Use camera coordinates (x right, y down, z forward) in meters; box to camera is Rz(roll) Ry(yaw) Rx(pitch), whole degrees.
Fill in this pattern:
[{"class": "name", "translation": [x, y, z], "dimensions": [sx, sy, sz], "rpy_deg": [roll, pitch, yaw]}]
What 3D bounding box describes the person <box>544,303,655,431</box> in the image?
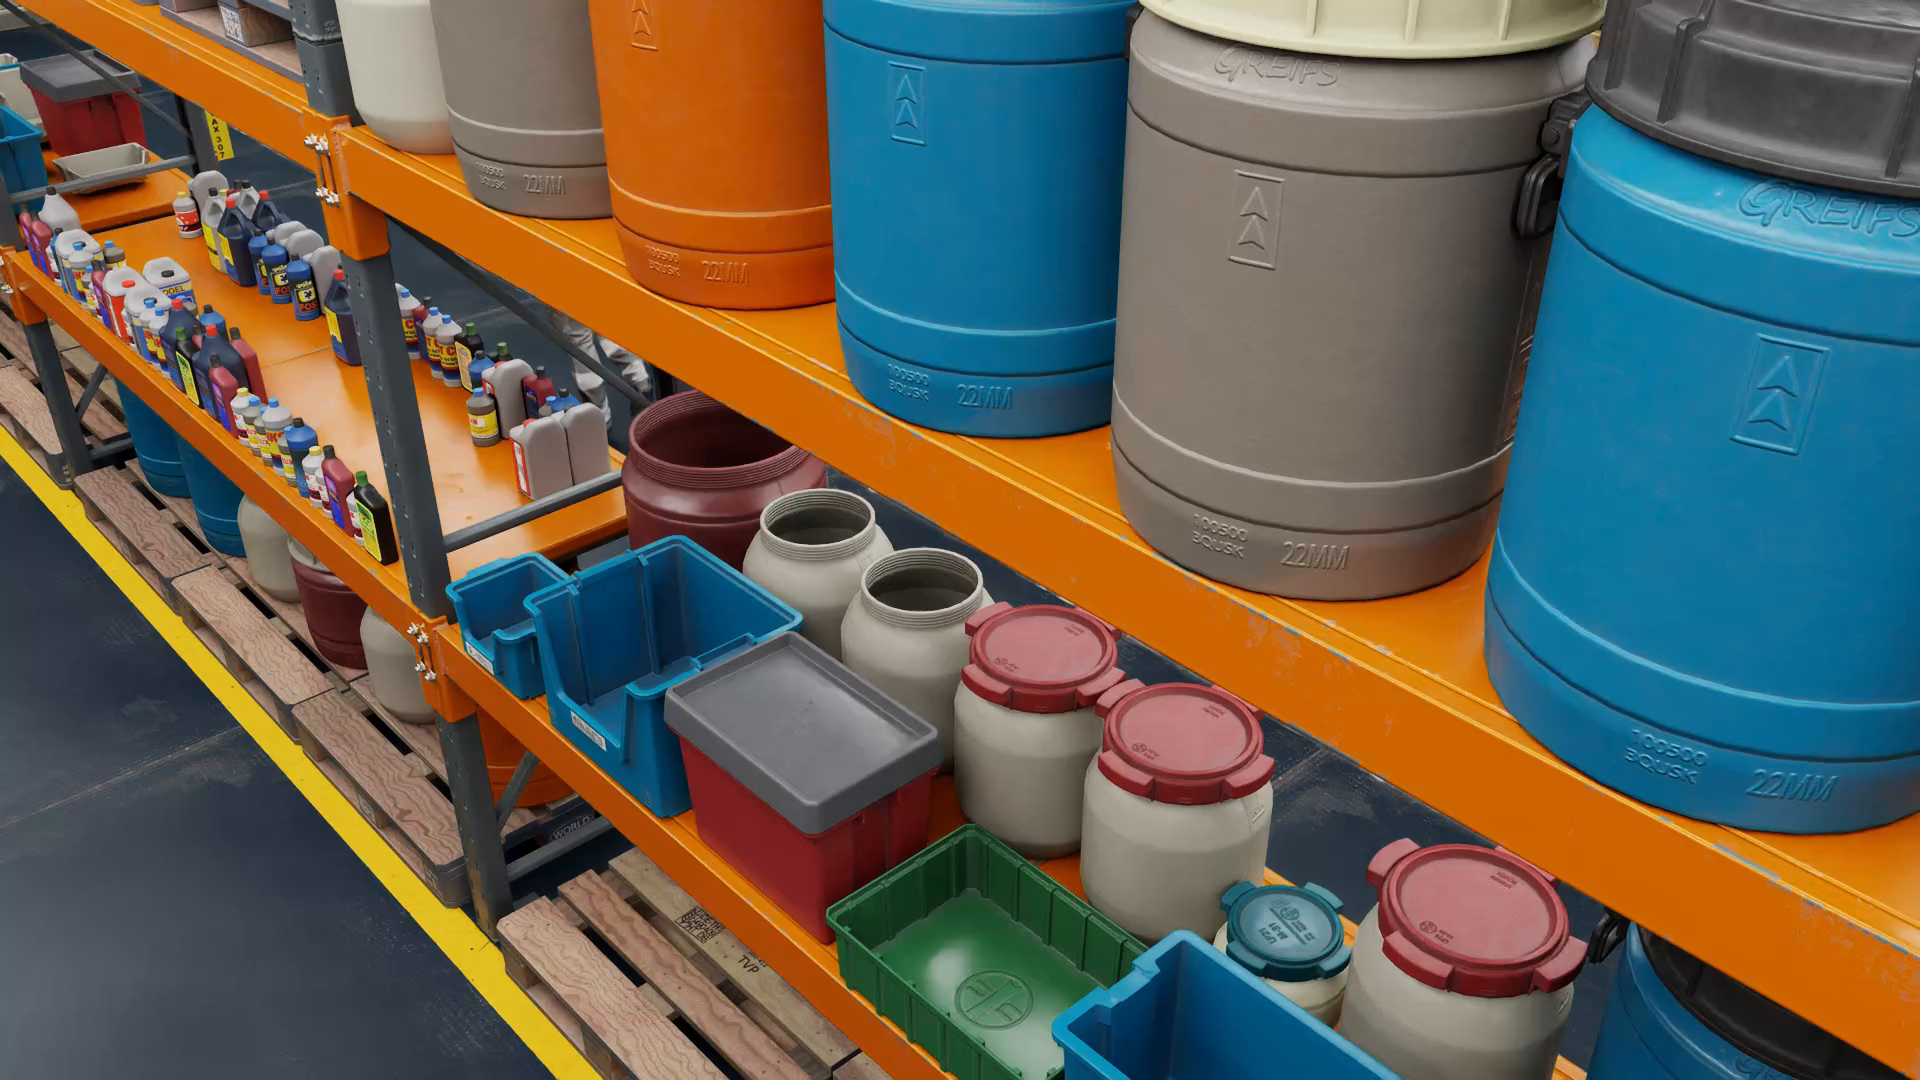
[{"class": "person", "translation": [-1.843, -1.351, 8.285], "dimensions": [0.544, 1.779, 0.529], "rpy_deg": [26, 40, 35]}]
